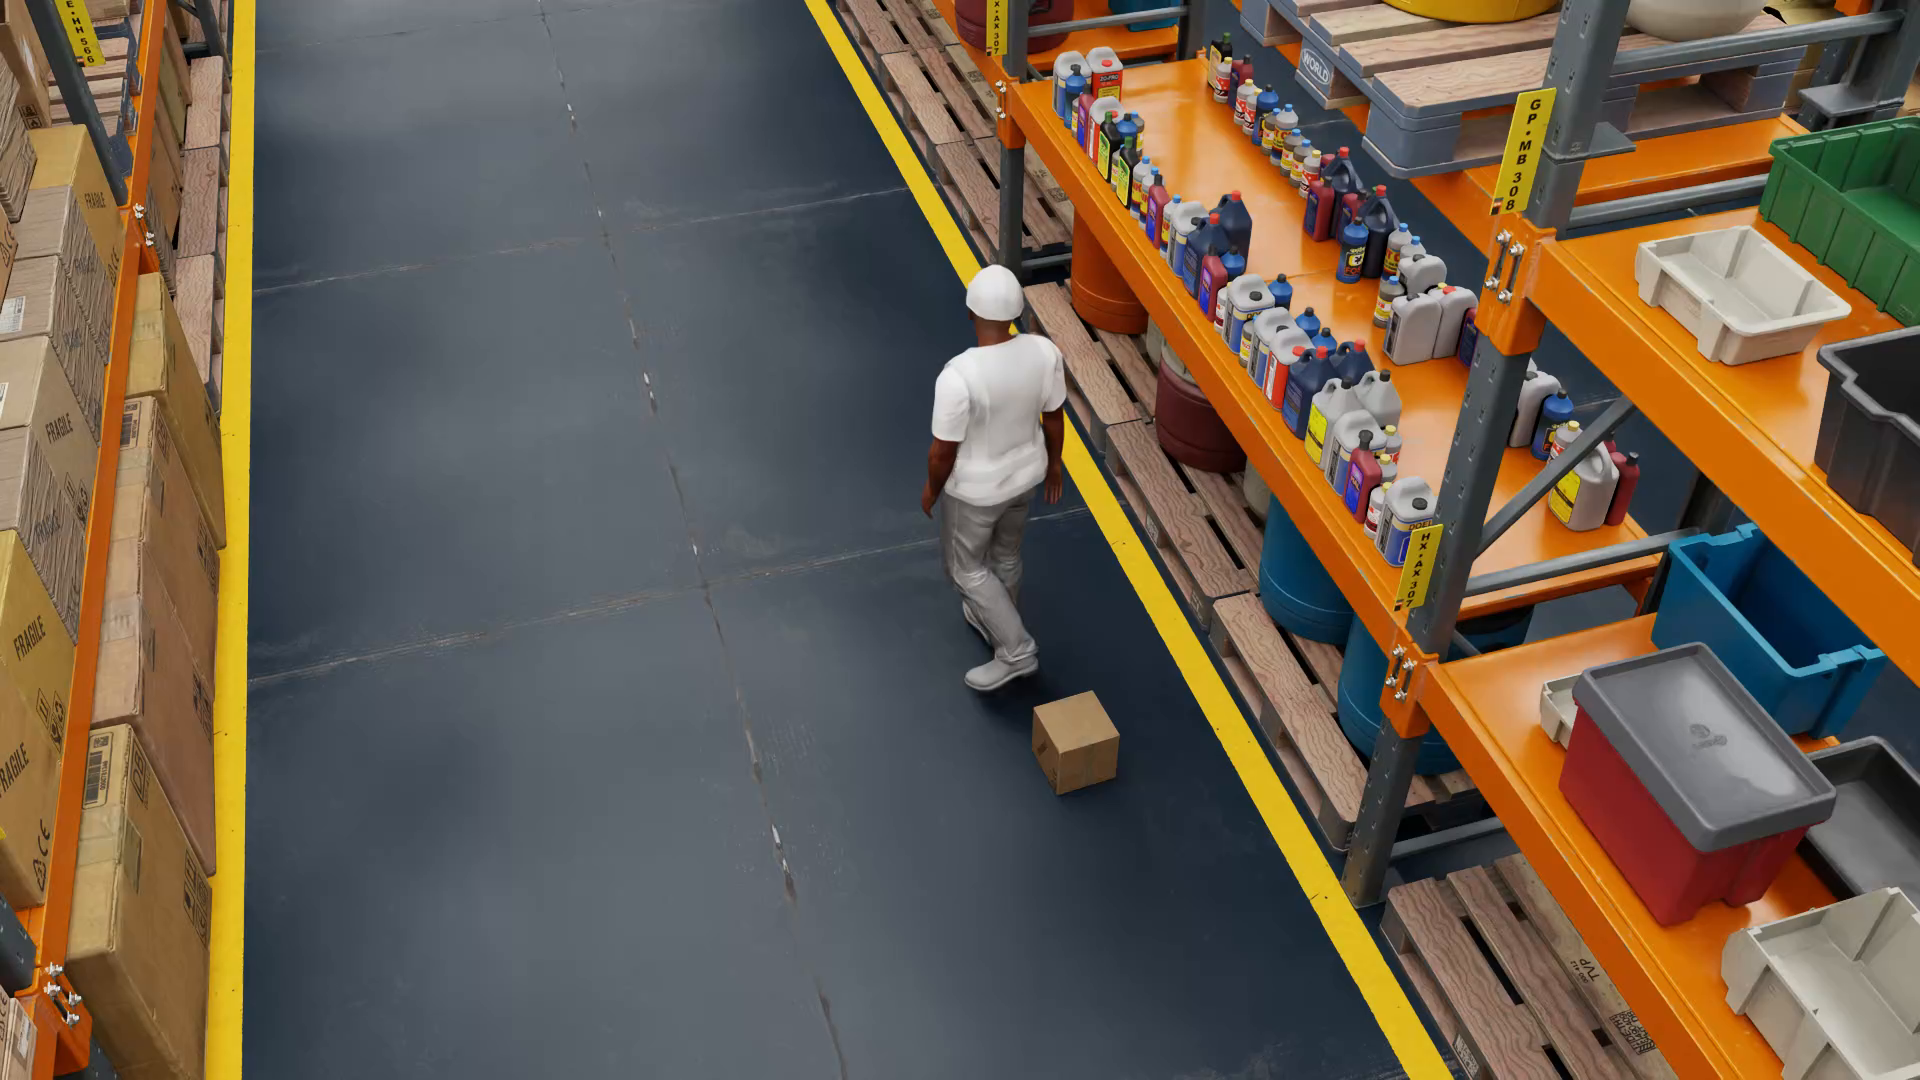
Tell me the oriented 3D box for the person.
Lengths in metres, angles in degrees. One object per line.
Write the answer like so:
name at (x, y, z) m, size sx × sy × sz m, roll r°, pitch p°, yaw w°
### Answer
person at (0.177, -0.200, 6.363) m, size 0.589 × 1.764 × 0.607 m, roll -27°, pitch 48°, yaw -27°
